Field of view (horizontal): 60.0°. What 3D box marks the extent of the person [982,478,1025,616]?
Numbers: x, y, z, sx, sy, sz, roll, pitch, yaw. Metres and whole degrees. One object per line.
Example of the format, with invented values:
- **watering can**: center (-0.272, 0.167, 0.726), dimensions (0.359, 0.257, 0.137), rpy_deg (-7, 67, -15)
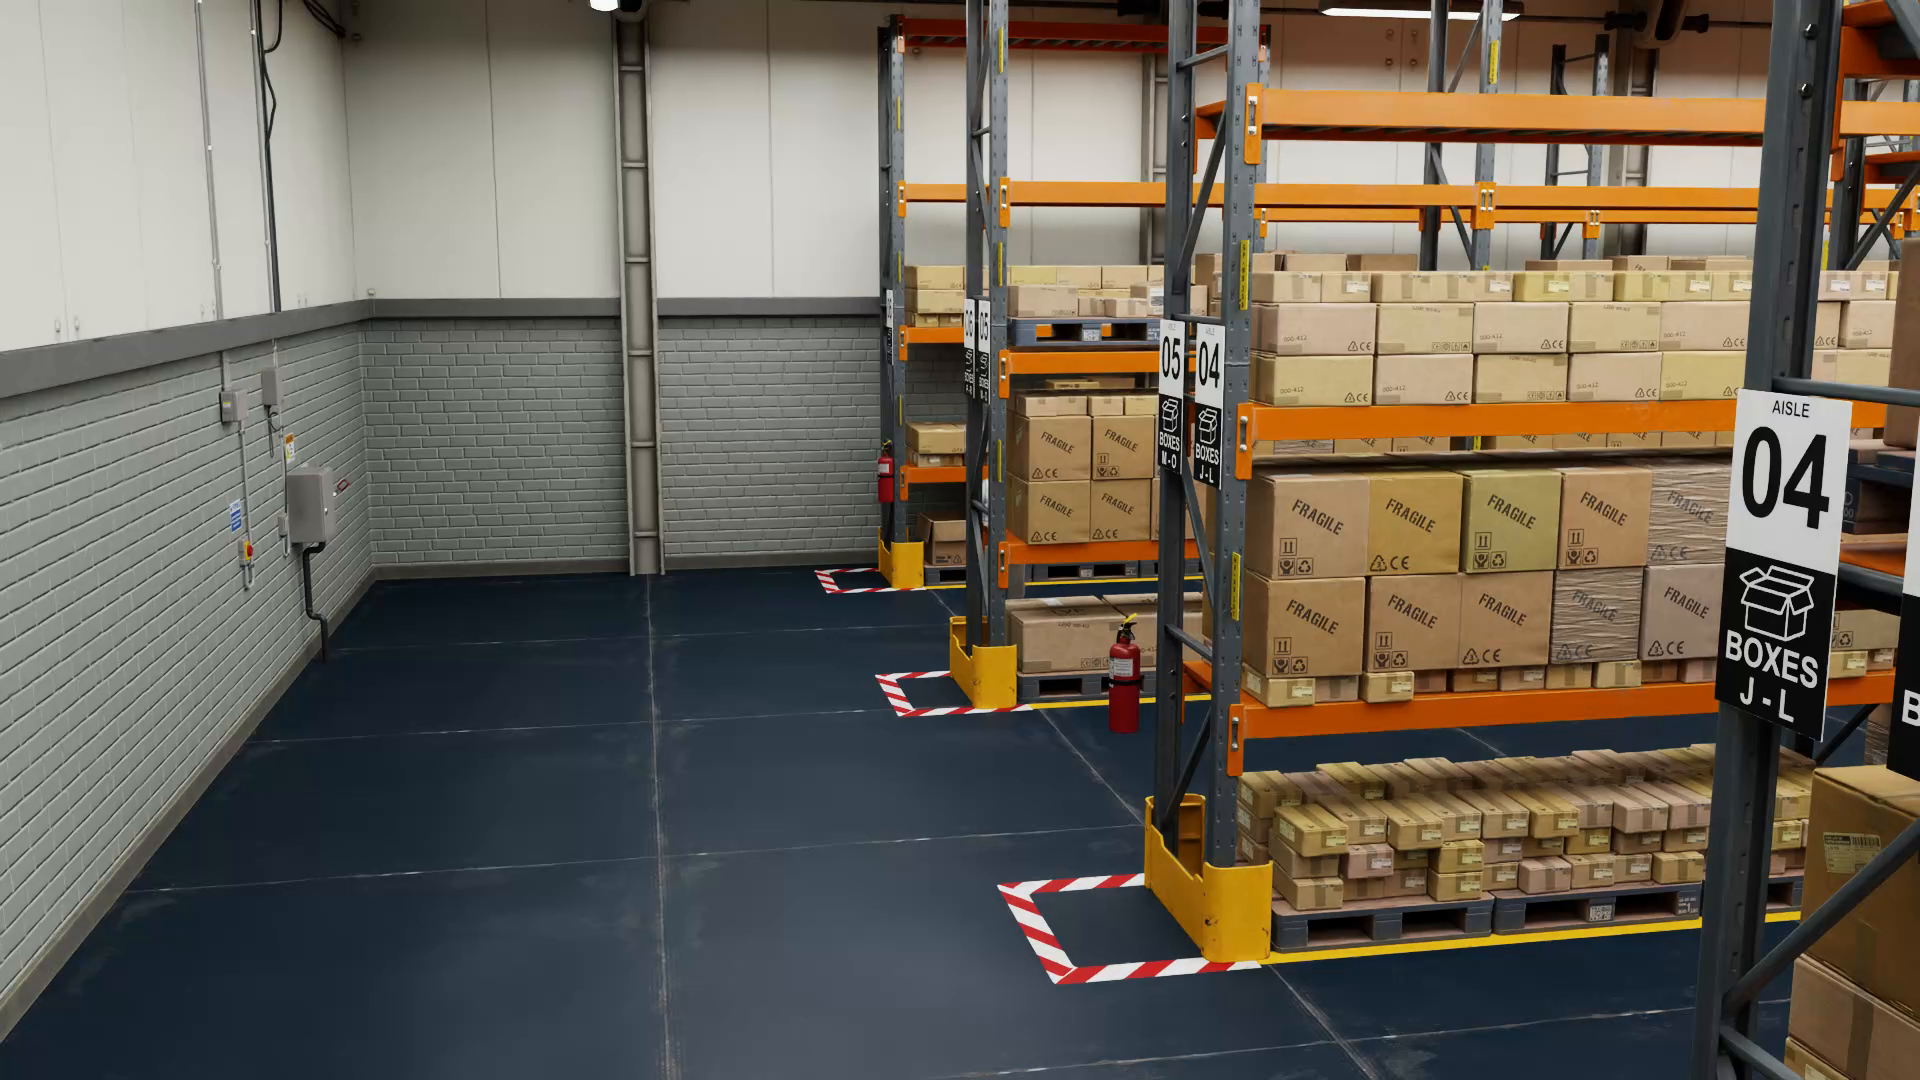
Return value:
- **person**: center (0.413, 0.042, 15.683), dimensions (0.529, 1.795, 0.405), rpy_deg (-2, 10, -9)
